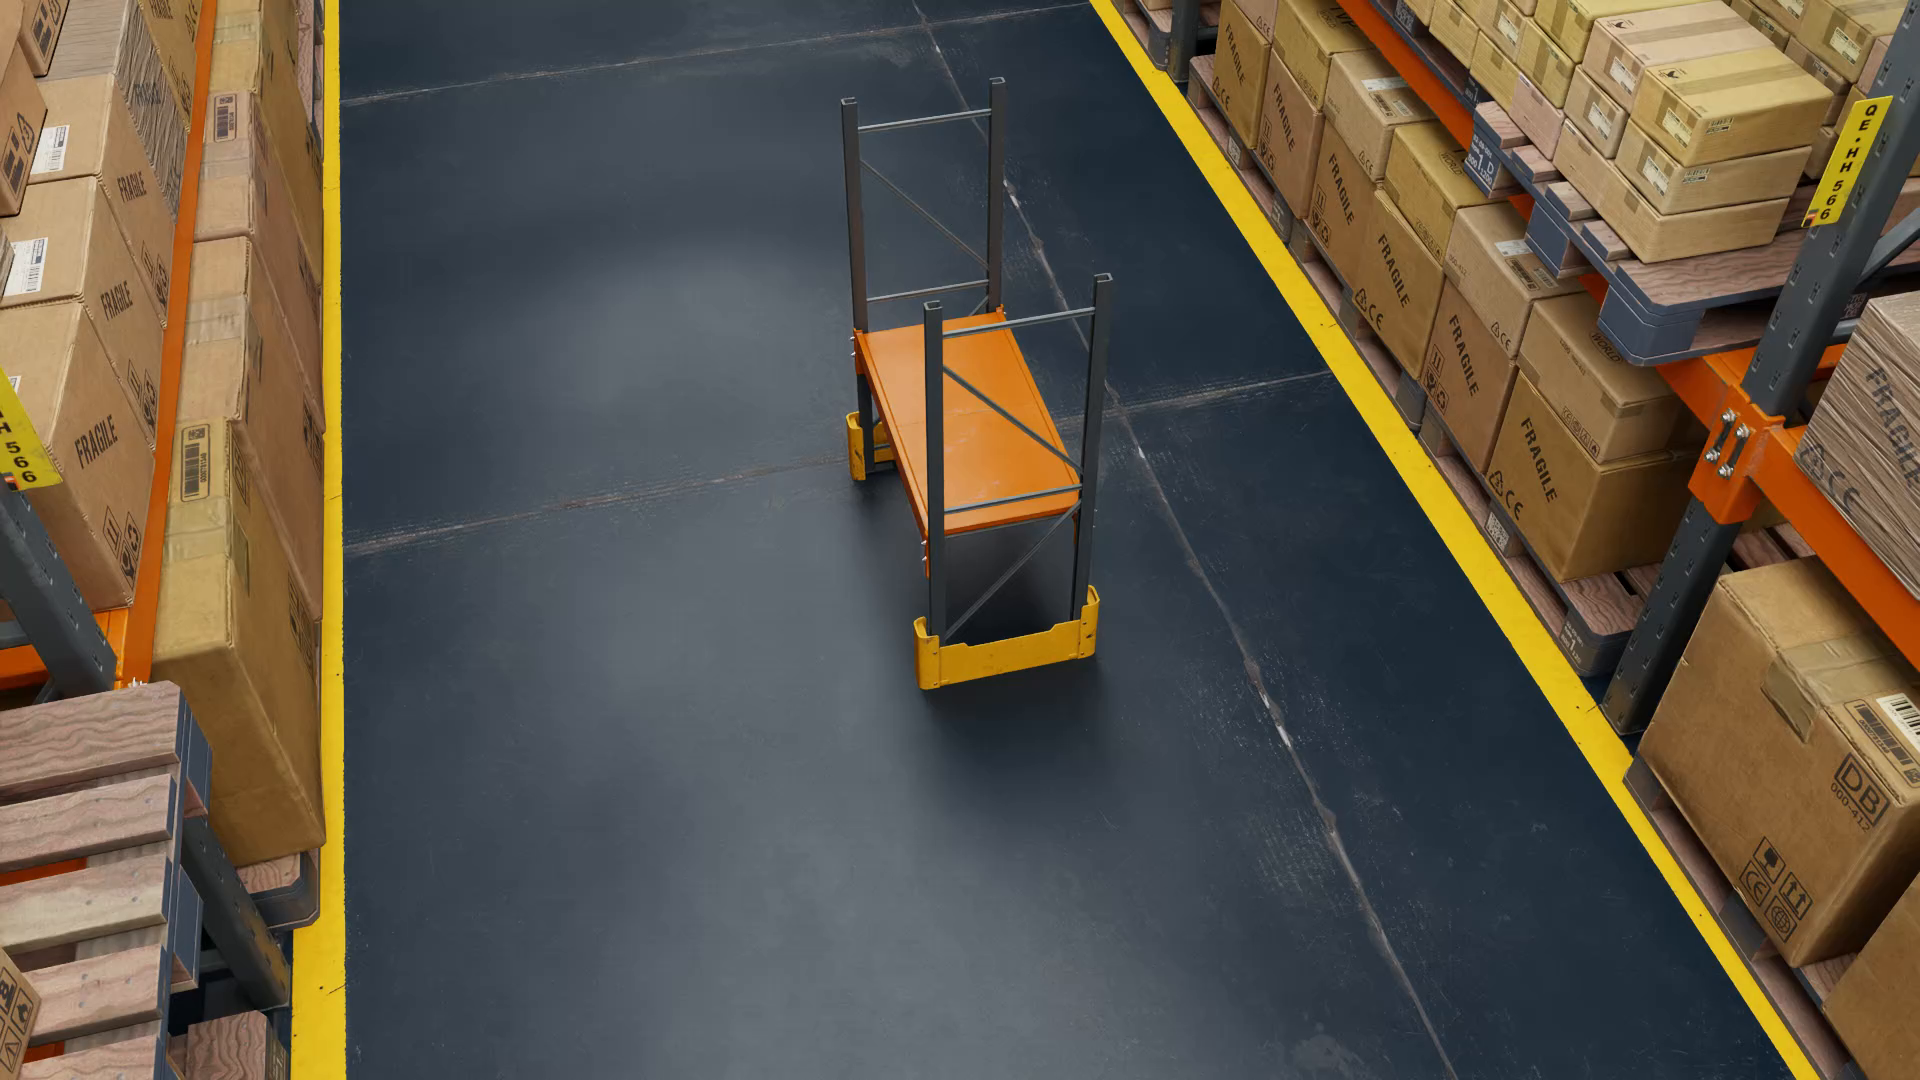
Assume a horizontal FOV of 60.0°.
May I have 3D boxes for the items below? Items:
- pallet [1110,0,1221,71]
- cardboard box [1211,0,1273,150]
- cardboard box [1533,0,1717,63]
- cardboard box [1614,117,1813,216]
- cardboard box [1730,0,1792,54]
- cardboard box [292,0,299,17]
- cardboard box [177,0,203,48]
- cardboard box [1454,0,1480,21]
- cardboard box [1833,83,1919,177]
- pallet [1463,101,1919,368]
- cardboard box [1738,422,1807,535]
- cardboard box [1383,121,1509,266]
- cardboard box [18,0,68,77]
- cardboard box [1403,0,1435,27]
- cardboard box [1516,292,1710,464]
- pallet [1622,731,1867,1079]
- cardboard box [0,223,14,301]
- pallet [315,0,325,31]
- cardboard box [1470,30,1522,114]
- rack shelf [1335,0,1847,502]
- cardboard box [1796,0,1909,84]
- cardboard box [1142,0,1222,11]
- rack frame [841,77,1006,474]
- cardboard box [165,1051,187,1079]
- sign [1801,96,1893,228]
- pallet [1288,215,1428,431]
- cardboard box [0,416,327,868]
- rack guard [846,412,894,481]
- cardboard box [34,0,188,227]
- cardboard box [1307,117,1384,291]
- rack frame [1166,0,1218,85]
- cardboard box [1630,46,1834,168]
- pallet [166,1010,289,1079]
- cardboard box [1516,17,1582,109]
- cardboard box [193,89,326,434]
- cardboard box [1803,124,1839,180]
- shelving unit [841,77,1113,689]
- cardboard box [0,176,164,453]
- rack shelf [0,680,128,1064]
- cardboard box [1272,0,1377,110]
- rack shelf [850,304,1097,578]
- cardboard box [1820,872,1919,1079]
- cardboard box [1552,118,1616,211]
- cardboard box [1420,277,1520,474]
[{"bbox_3d":[1.276,-2.813,8.359,1.003,0.211,1.213,-11,47,-10],"label":"pallet"},{"bbox_3d":[1.415,-2.045,7.110,0.500,0.500,0.500,-9,46,-9],"label":"cardboard box"},{"bbox_3d":[1.809,-1.447,4.533,0.380,0.149,0.250,-9,46,-9],"label":"cardboard box"},{"bbox_3d":[1.940,-0.991,4.295,0.380,0.149,0.250,-10,46,-9],"label":"cardboard box"},{"bbox_3d":[2.434,-1.474,4.768,0.380,0.149,0.250,-12,47,-12],"label":"cardboard box"},{"bbox_3d":[-3.660,-2.990,7.773,0.875,0.875,0.875,-11,47,-10],"label":"cardboard box"},{"bbox_3d":[-2.834,-1.914,5.456,0.500,0.500,0.500,-9,46,-9],"label":"cardboard box"},{"bbox_3d":[1.675,-1.702,4.991,0.380,0.149,0.250,-11,47,-11],"label":"cardboard box"},{"bbox_3d":[2.577,-1.104,4.405,0.380,0.149,0.250,-9,46,-9],"label":"cardboard box"},{"bbox_3d":[2.221,-0.976,4.740,1.213,0.211,1.003,-11,47,-10],"label":"pallet"},{"bbox_3d":[2.572,-0.377,5.476,0.500,0.500,0.500,-13,47,-12],"label":"cardboard box"},{"bbox_3d":[1.823,-1.230,5.786,0.500,0.250,0.500,-10,46,-9],"label":"cardboard box"},{"bbox_3d":[-2.828,-1.539,4.386,0.797,0.503,0.637,-9,46,-9],"label":"cardboard box"},{"bbox_3d":[1.613,-1.772,5.269,0.380,0.149,0.250,-9,46,-9],"label":"cardboard box"},{"bbox_3d":[2.078,-0.529,5.099,0.500,0.250,0.500,-12,47,-11],"label":"cardboard box"},{"bbox_3d":[2.636,0.964,4.658,1.003,0.211,1.213,-11,47,-10],"label":"pallet"},{"bbox_3d":[-2.485,-0.627,3.492,0.797,0.503,0.637,-9,46,-9],"label":"cardboard box"},{"bbox_3d":[-3.773,-2.902,8.446,1.003,0.211,1.213,-11,47,-10],"label":"pallet"},{"bbox_3d":[1.748,-1.408,4.911,0.380,0.149,0.250,-11,47,-11],"label":"cardboard box"},{"bbox_3d":[1.995,-1.699,5.819,1.077,0.370,4.000,-11,47,-10],"label":"rack shelf"},{"bbox_3d":[2.504,-1.377,4.465,0.380,0.149,0.250,-12,47,-11],"label":"cardboard box"},{"bbox_3d":[1.053,-2.690,7.988,0.380,0.149,0.250,-10,46,-10],"label":"cardboard box"},{"bbox_3d":[-0.108,-0.817,5.501,0.500,1.500,0.032,-11,47,-10],"label":"rack frame"},{"bbox_3d":[-2.123,1.447,3.674,0.700,0.500,0.500,-13,47,-12],"label":"cardboard box"},{"bbox_3d":[1.984,-0.842,3.720,0.100,0.325,0.005,-11,47,-10],"label":"sign"},{"bbox_3d":[1.999,-0.975,6.558,1.003,0.211,1.213,-11,47,-10],"label":"pallet"},{"bbox_3d":[-2.470,0.383,4.468,1.225,0.875,0.875,-13,47,-12],"label":"cardboard box"},{"bbox_3d":[-0.108,-0.379,5.946,0.587,0.250,0.087,-11,47,-10],"label":"rack guard"},{"bbox_3d":[-2.570,-1.208,4.763,0.500,0.500,0.500,-11,47,-10],"label":"cardboard box"},{"bbox_3d":[1.700,-1.321,6.401,0.500,0.500,0.500,-10,46,-10],"label":"cardboard box"},{"bbox_3d":[1.483,-3.332,6.915,1.000,3.000,0.127,-11,47,-10],"label":"rack frame"},{"bbox_3d":[1.938,-1.092,4.185,0.380,0.149,0.250,-12,47,-12],"label":"cardboard box"},{"bbox_3d":[-2.115,1.783,3.855,1.003,0.211,1.213,-11,47,-10],"label":"pallet"},{"bbox_3d":[1.800,-1.356,4.653,0.380,0.149,0.250,-10,46,-9],"label":"cardboard box"},{"bbox_3d":[-2.925,-0.843,5.670,1.225,0.875,0.875,-12,47,-12],"label":"cardboard box"},{"bbox_3d":[2.519,-1.160,4.669,0.380,0.149,0.250,-9,46,-8],"label":"cardboard box"},{"bbox_3d":[0.020,-0.472,5.163,0.587,1.500,1.083,-11,47,-10],"label":"shelving unit"},{"bbox_3d":[-2.310,-0.509,4.079,0.500,0.500,0.500,-12,47,-11],"label":"cardboard box"},{"bbox_3d":[-1.802,1.899,2.292,1.077,0.370,4.000,-11,47,-10],"label":"rack shelf"},{"bbox_3d":[1.555,-1.941,6.483,0.500,0.250,0.500,-10,46,-9],"label":"cardboard box"},{"bbox_3d":[0.022,-0.340,5.285,0.538,0.185,1.000,-11,47,-10],"label":"rack shelf"},{"bbox_3d":[2.803,1.110,3.843,1.050,0.750,0.750,-10,46,-10],"label":"cardboard box"},{"bbox_3d":[1.874,-1.058,4.568,0.380,0.149,0.250,-11,47,-10],"label":"cardboard box"},{"bbox_3d":[1.956,-0.608,5.702,0.500,0.500,0.500,-9,46,-9],"label":"cardboard box"}]
